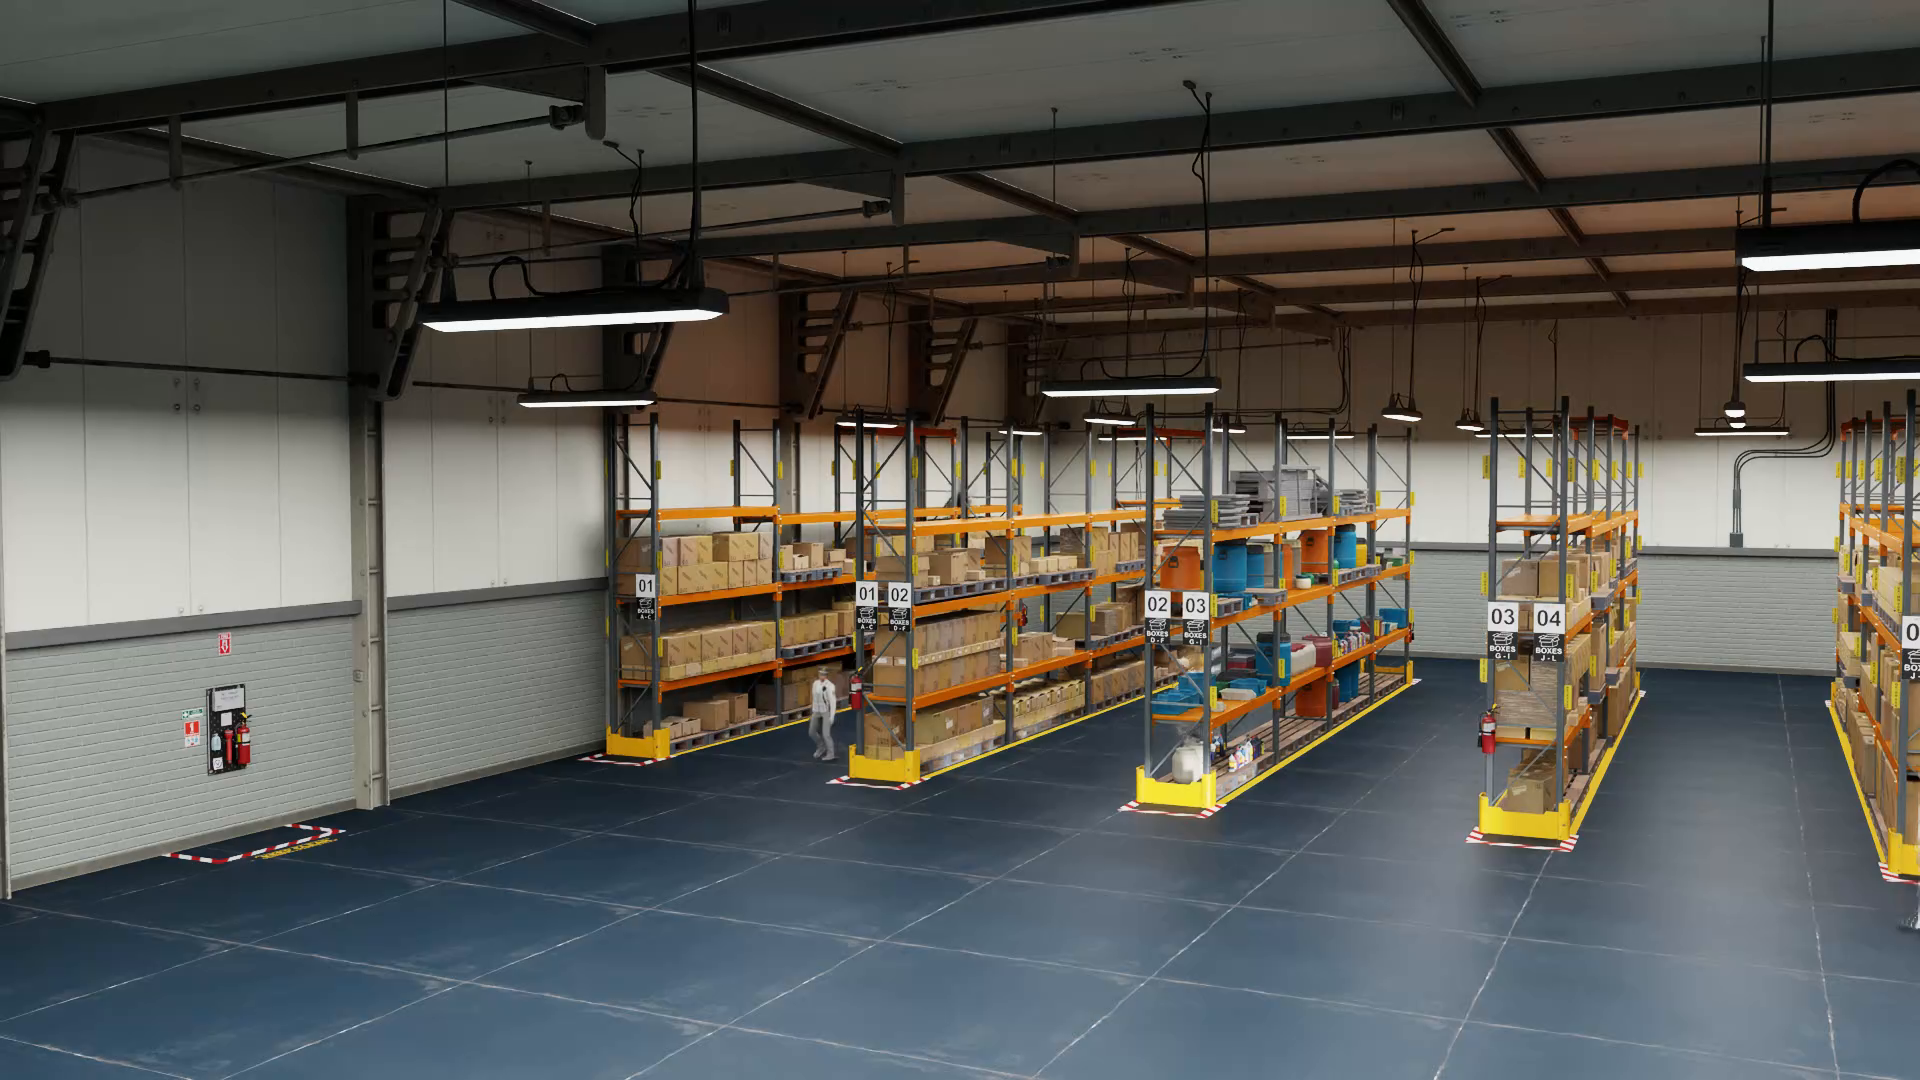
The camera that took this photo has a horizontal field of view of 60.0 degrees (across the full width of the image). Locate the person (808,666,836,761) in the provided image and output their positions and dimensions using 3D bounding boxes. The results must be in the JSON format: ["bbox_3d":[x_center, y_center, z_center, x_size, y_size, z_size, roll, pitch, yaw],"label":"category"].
[{"bbox_3d":[-2.333,2.969,28.554,0.541,1.634,0.445,1,3,30],"label":"person"}]

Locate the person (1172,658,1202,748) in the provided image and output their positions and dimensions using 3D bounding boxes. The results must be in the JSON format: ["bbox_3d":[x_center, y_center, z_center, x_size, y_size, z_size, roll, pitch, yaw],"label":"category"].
[{"bbox_3d":[4.059,2.935,29.535,0.663,1.715,0.805,-1,2,-15],"label":"person"}]
